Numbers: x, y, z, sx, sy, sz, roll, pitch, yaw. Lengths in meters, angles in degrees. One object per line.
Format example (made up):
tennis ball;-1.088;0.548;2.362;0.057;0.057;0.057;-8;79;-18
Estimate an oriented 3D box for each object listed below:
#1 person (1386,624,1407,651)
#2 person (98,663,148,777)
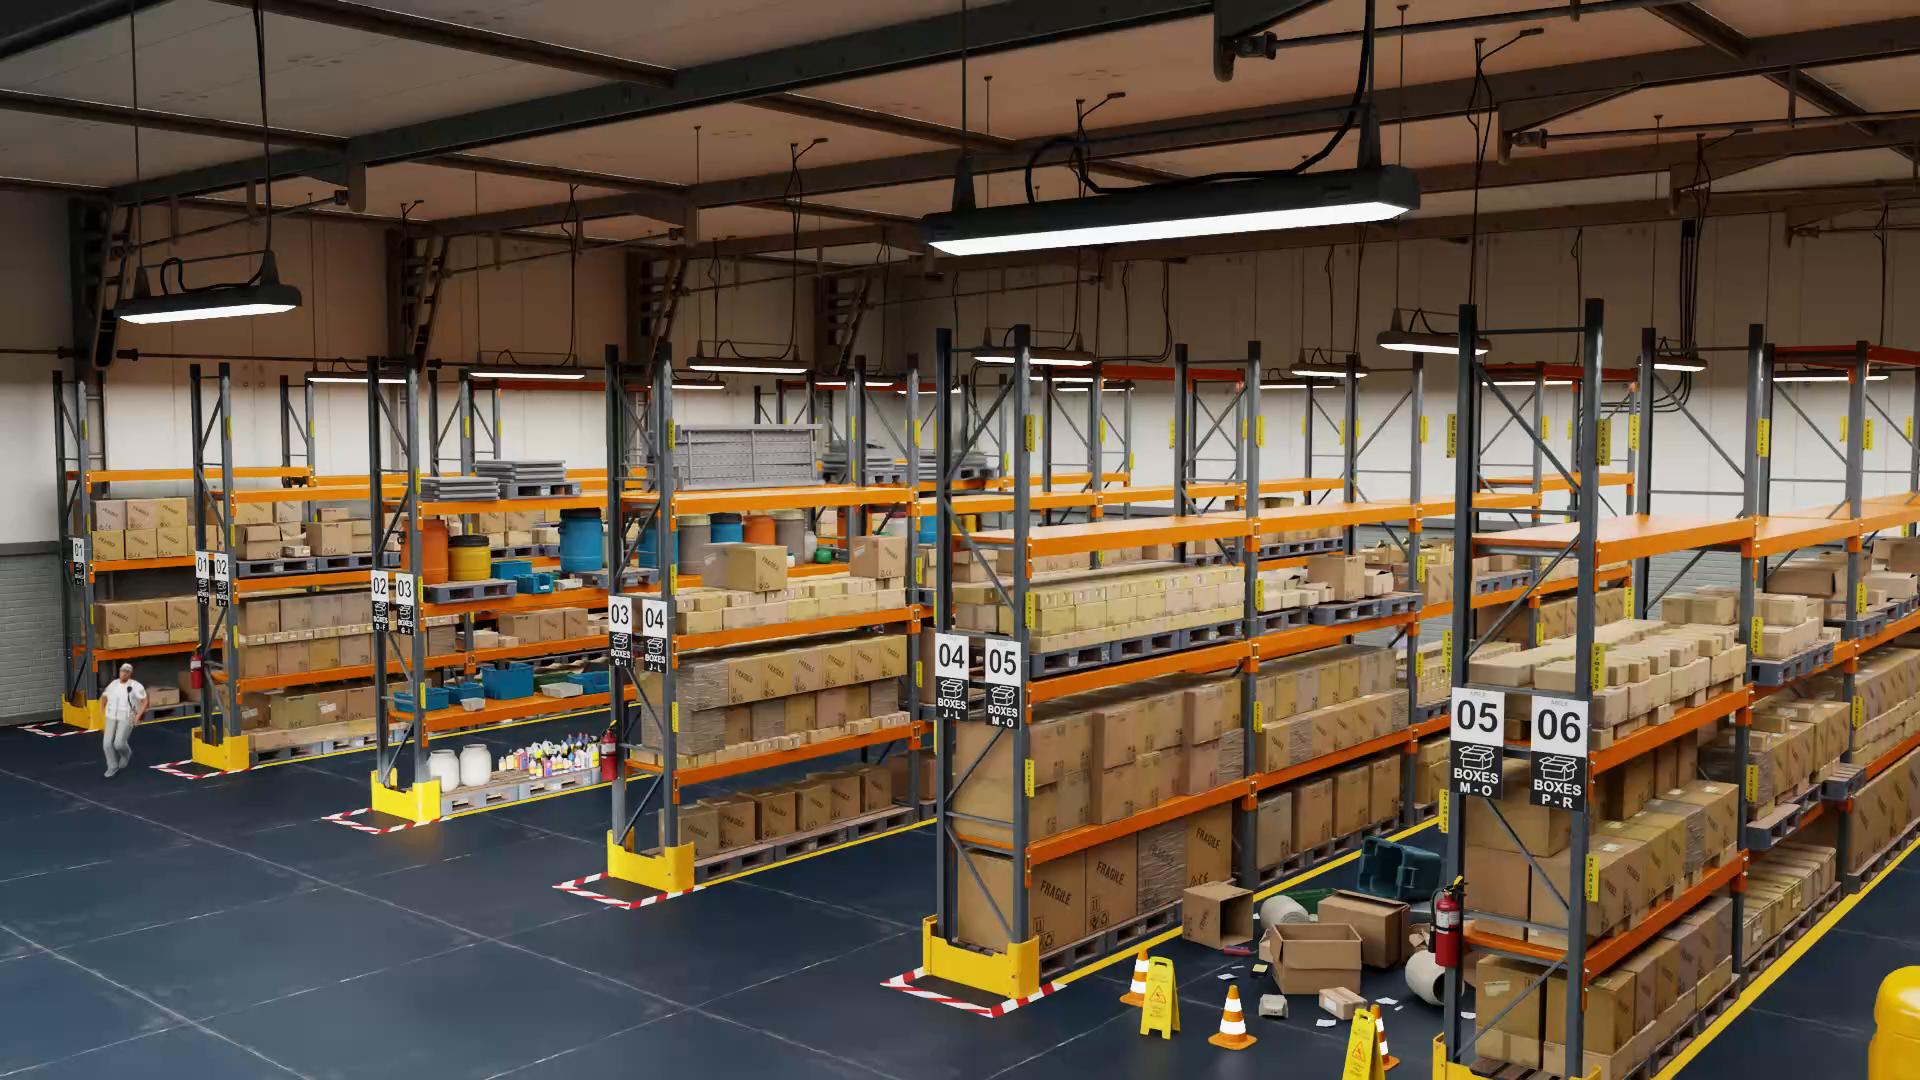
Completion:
person;7.786;2.262;29.256;0.616;1.635;0.759;2;5;26
person;-12.246;2.620;24.284;0.664;1.624;0.514;0;4;-4
